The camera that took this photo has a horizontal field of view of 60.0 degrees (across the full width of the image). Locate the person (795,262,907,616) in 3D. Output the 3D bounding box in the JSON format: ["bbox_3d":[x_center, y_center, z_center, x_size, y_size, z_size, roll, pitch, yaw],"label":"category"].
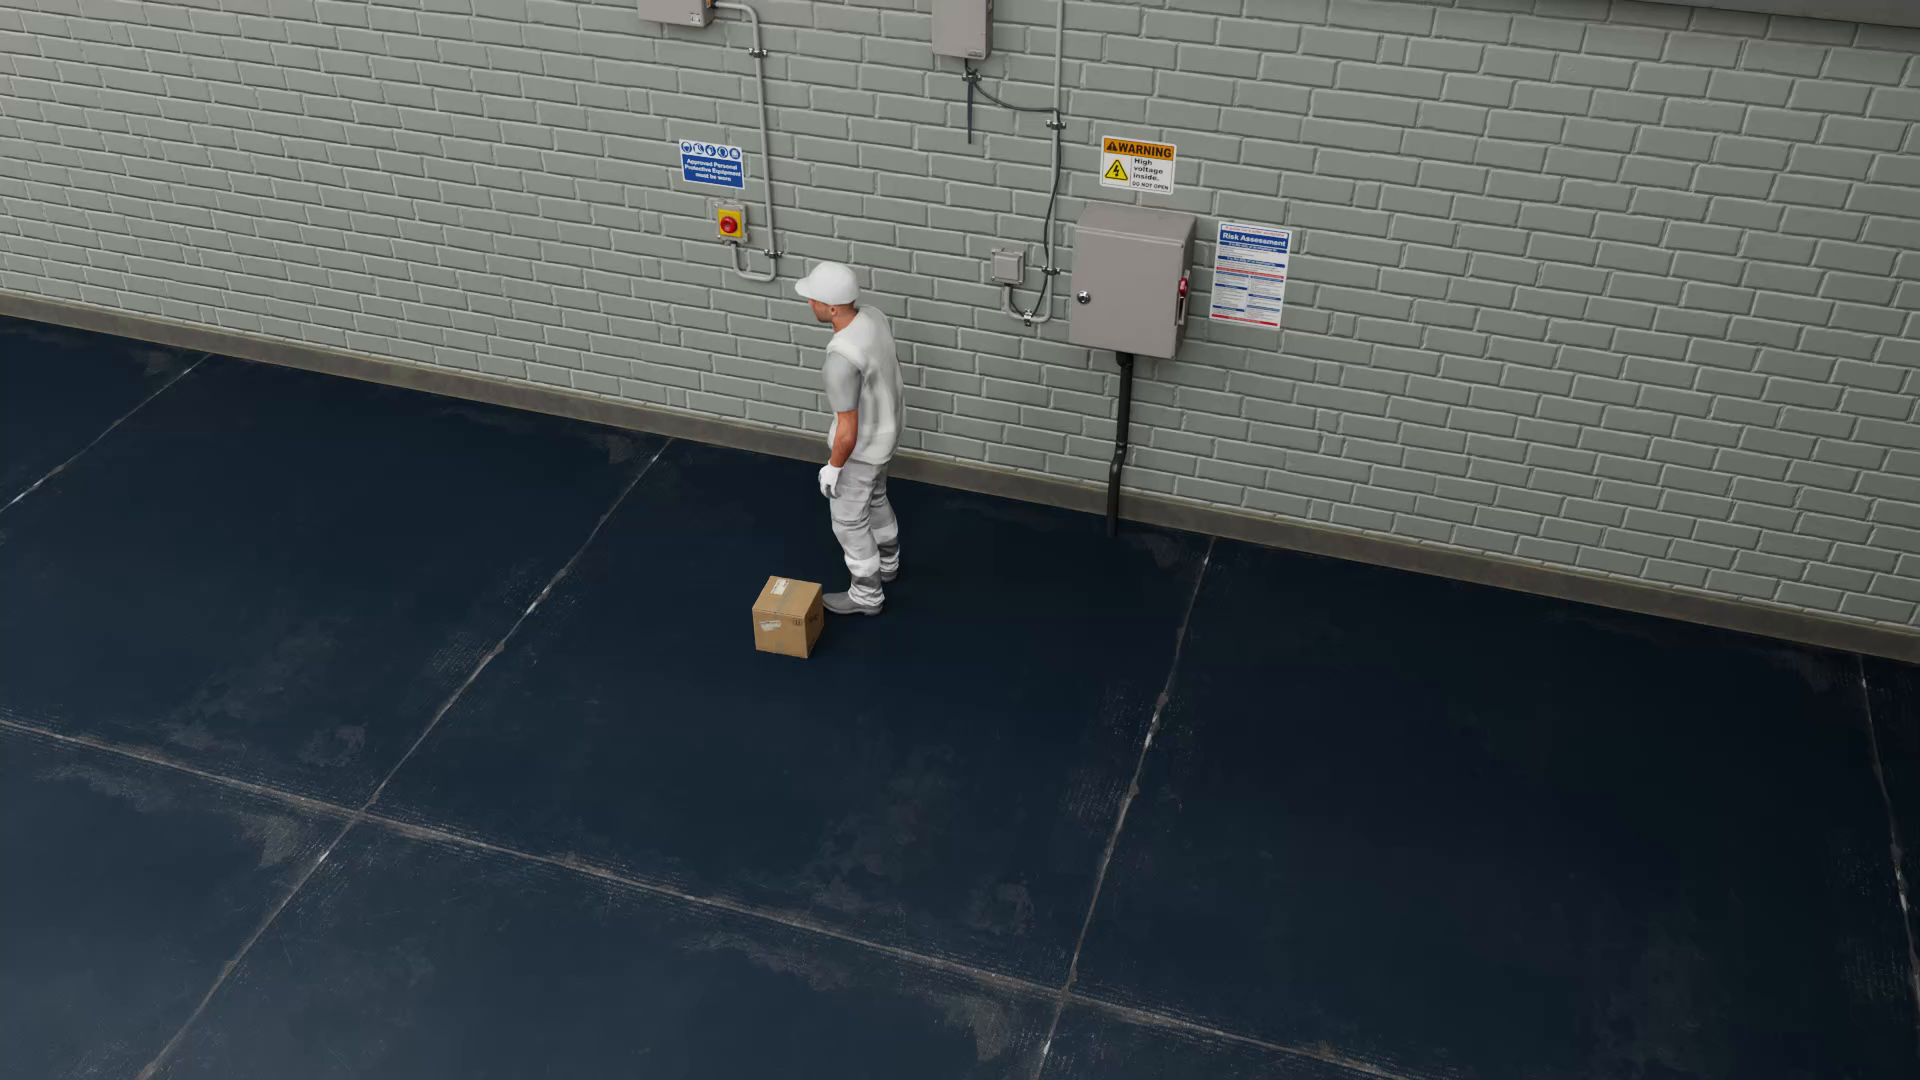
[{"bbox_3d":[-0.473,-0.445,7.476,0.449,1.780,0.623,9,38,12],"label":"person"}]
